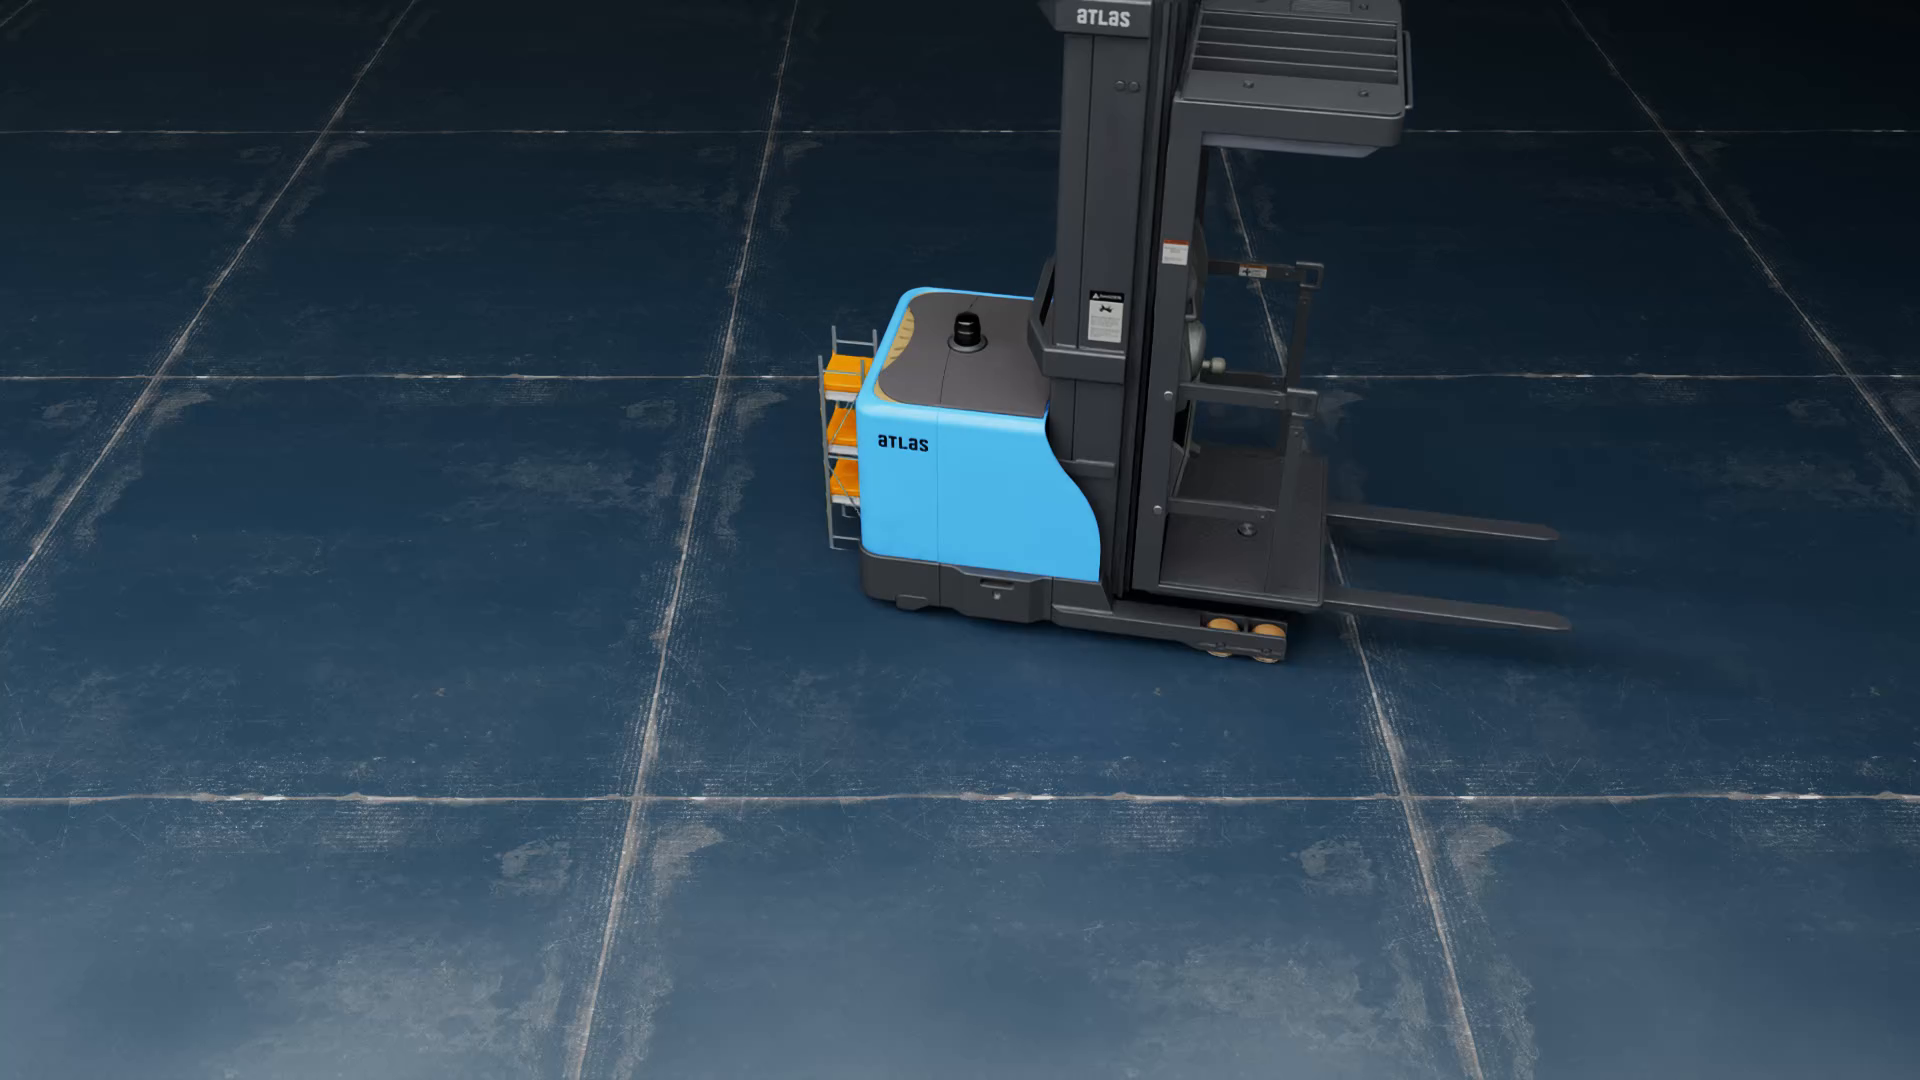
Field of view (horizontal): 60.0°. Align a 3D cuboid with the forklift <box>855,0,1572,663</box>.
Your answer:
[{"bbox_3d":[1.127,-0.984,6.634,3.031,2.935,1.130,7,39,8],"label":"forklift"}]

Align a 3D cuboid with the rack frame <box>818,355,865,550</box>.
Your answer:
[{"bbox_3d":[-0.502,-0.360,7.360,0.200,1.050,0.008,6,39,8],"label":"rack frame"}]

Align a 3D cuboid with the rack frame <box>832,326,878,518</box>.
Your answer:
[{"bbox_3d":[-0.459,-0.511,7.548,0.200,1.050,0.008,6,39,8],"label":"rack frame"}]

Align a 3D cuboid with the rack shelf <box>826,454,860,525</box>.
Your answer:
[{"bbox_3d":[-0.481,-0.210,7.634,0.215,0.259,0.240,6,39,8],"label":"rack shelf"}]

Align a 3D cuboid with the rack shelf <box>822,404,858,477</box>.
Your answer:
[{"bbox_3d":[-0.481,-0.427,7.460,0.215,0.259,0.240,6,39,8],"label":"rack shelf"}]

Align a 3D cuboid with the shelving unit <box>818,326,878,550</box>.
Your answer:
[{"bbox_3d":[-0.481,-0.435,7.454,0.215,1.050,0.252,6,39,8],"label":"shelving unit"}]

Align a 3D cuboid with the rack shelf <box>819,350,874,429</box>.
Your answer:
[{"bbox_3d":[-0.481,-0.649,7.283,0.215,0.259,0.240,6,39,8],"label":"rack shelf"}]
